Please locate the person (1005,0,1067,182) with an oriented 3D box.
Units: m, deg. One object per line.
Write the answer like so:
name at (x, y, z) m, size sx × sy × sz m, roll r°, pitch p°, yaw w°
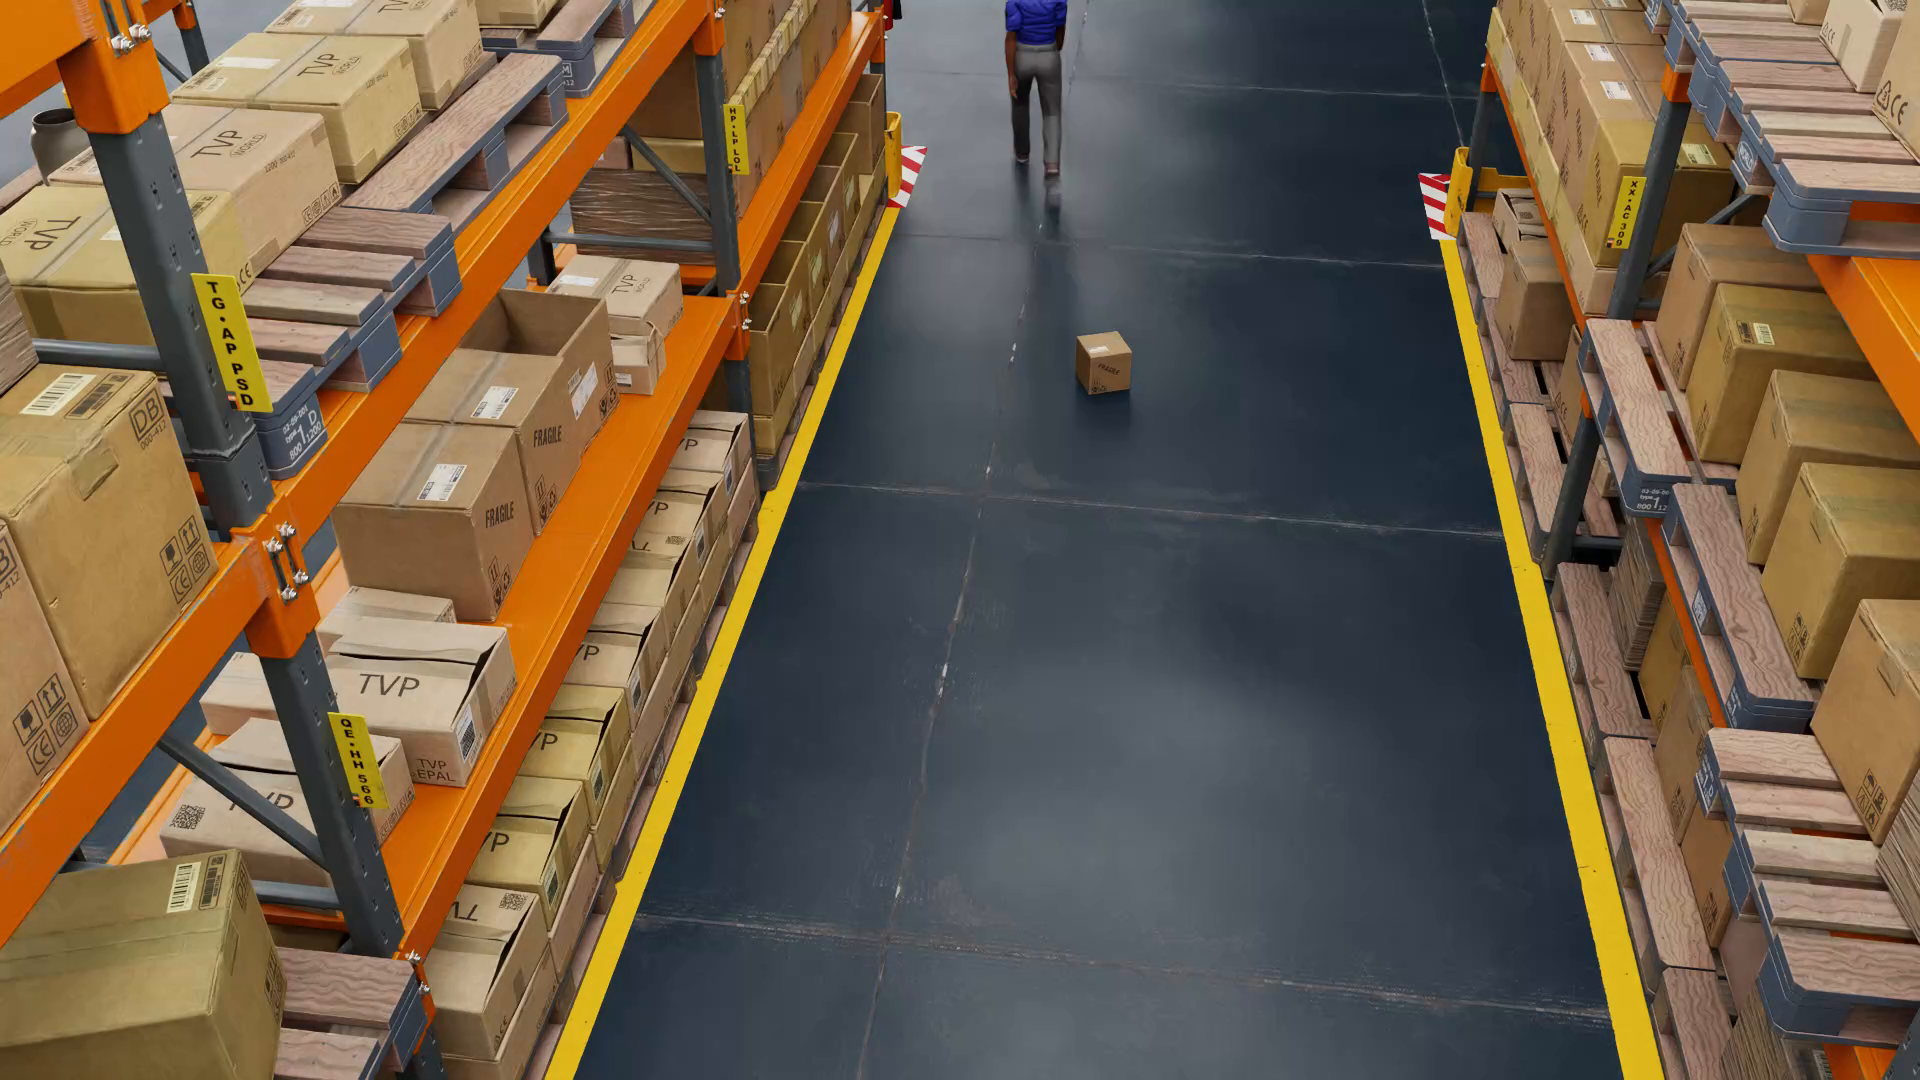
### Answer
person at (0.515, -3.289, 11.509) m, size 0.427 × 1.606 × 0.936 m, roll -1°, pitch 36°, yaw -1°
